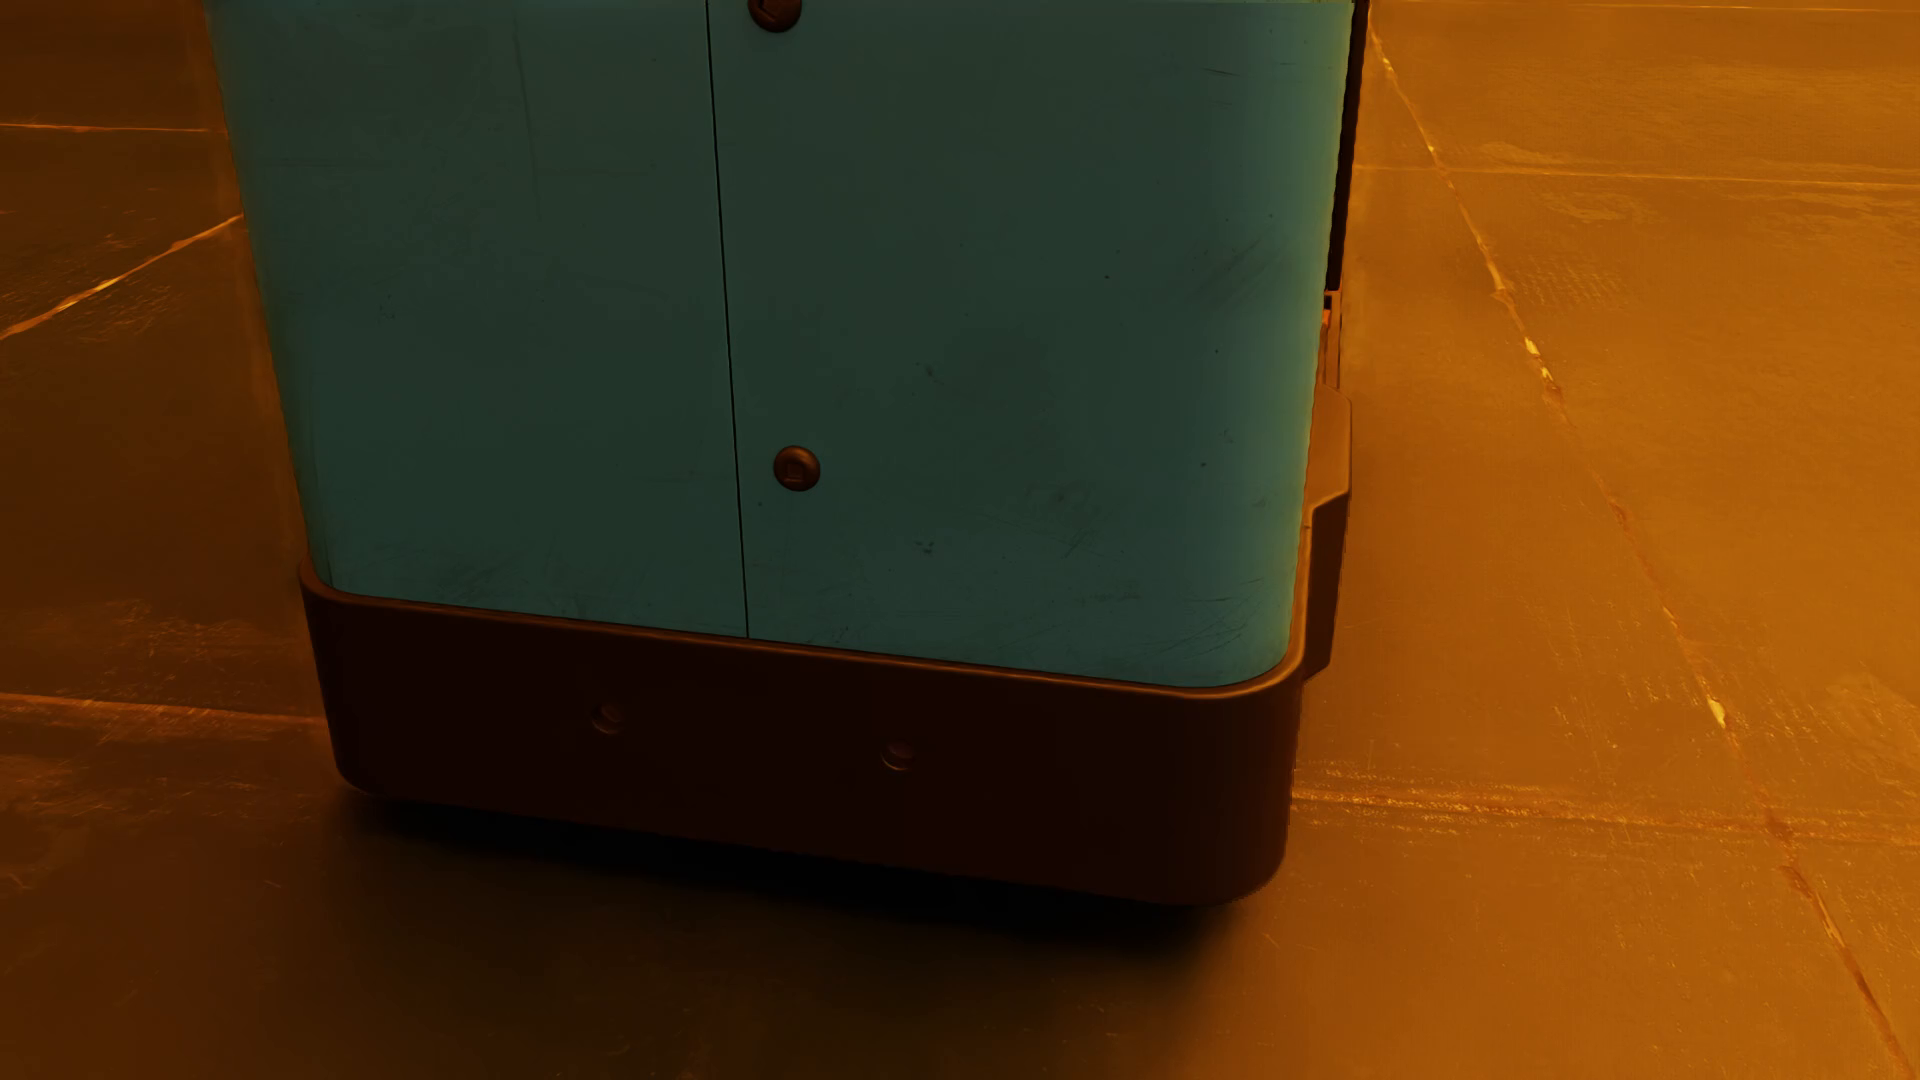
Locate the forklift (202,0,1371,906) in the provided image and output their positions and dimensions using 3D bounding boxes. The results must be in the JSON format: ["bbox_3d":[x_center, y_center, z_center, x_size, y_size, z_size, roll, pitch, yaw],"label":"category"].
[{"bbox_3d":[0.118,-1.591,2.406,1.130,2.935,3.031,6,27,11],"label":"forklift"}]
